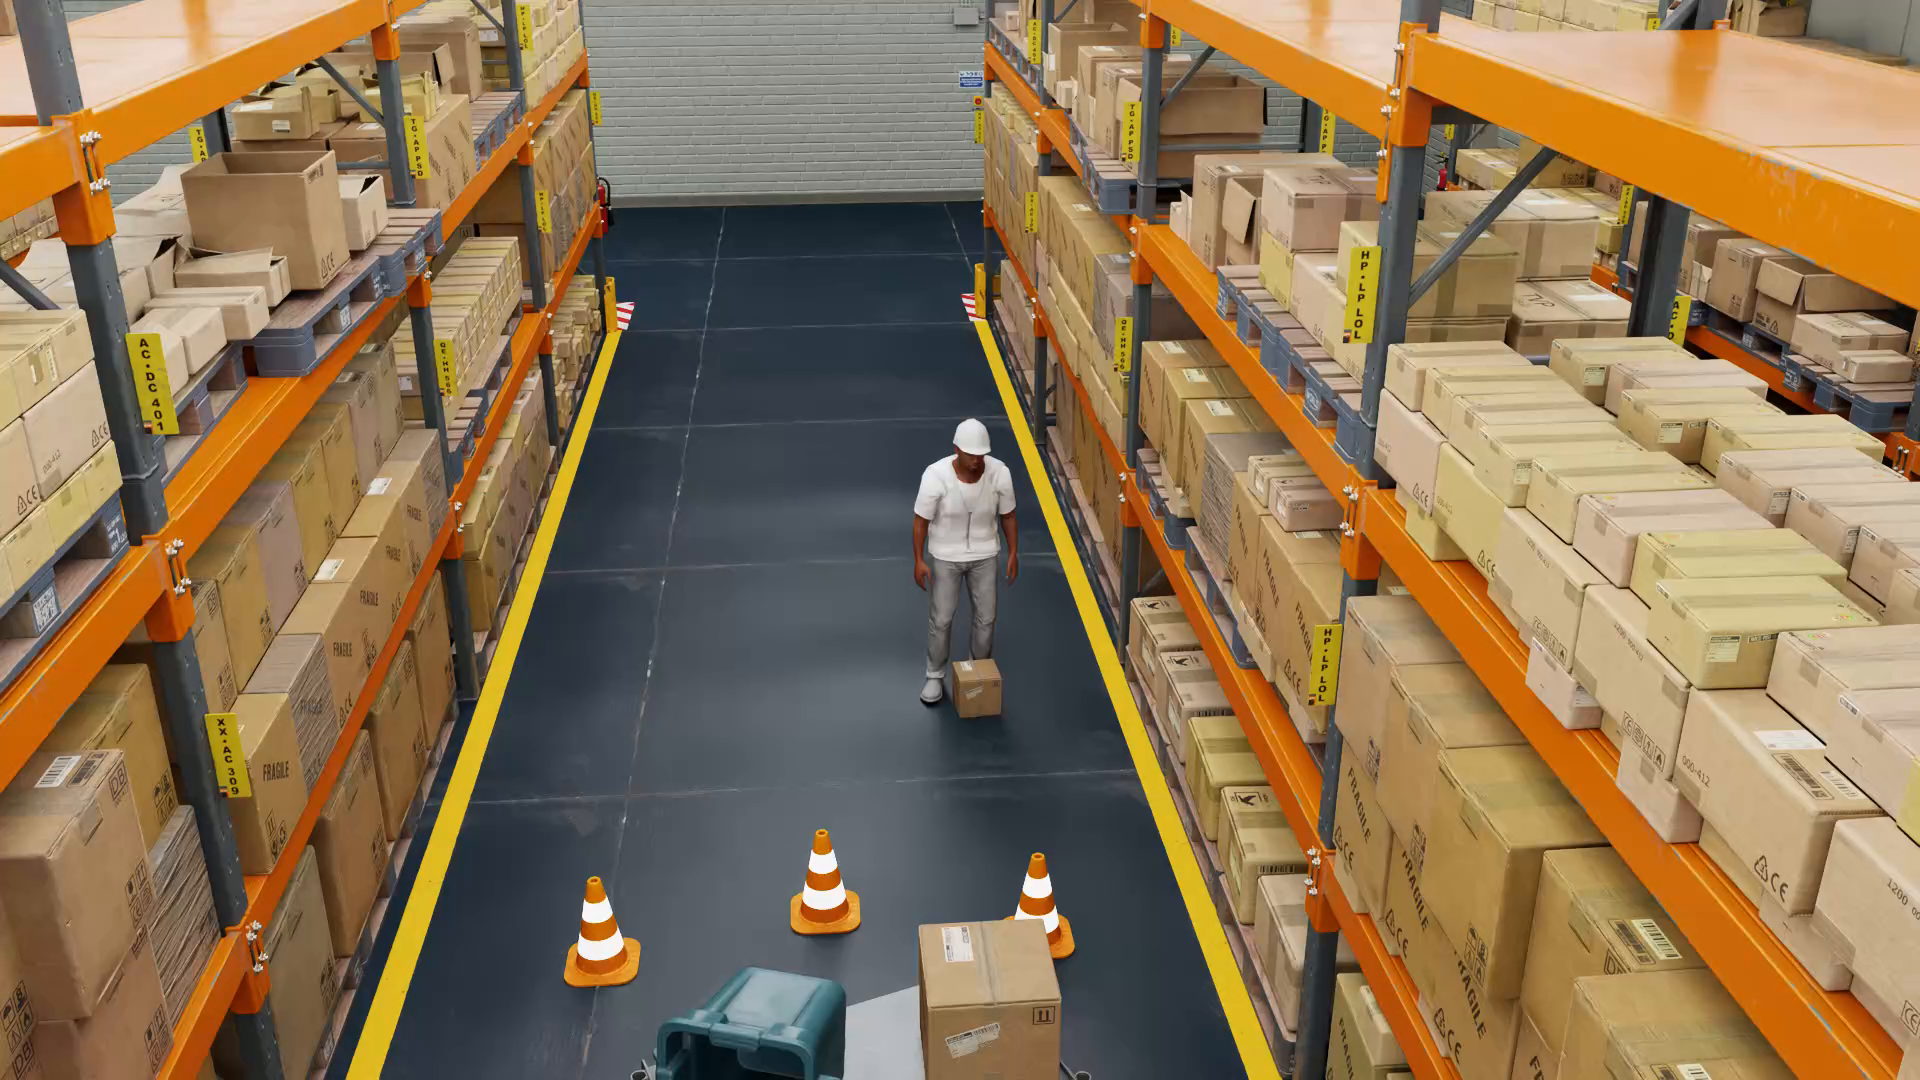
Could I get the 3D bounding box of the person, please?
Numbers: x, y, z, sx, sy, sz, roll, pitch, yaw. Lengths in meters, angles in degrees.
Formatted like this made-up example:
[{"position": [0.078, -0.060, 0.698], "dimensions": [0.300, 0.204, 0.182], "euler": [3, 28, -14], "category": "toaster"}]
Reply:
[{"position": [0.035, 0.108, 9.830], "dimensions": [0.637, 1.761, 0.456], "euler": [-4, 24, -10], "category": "person"}]
